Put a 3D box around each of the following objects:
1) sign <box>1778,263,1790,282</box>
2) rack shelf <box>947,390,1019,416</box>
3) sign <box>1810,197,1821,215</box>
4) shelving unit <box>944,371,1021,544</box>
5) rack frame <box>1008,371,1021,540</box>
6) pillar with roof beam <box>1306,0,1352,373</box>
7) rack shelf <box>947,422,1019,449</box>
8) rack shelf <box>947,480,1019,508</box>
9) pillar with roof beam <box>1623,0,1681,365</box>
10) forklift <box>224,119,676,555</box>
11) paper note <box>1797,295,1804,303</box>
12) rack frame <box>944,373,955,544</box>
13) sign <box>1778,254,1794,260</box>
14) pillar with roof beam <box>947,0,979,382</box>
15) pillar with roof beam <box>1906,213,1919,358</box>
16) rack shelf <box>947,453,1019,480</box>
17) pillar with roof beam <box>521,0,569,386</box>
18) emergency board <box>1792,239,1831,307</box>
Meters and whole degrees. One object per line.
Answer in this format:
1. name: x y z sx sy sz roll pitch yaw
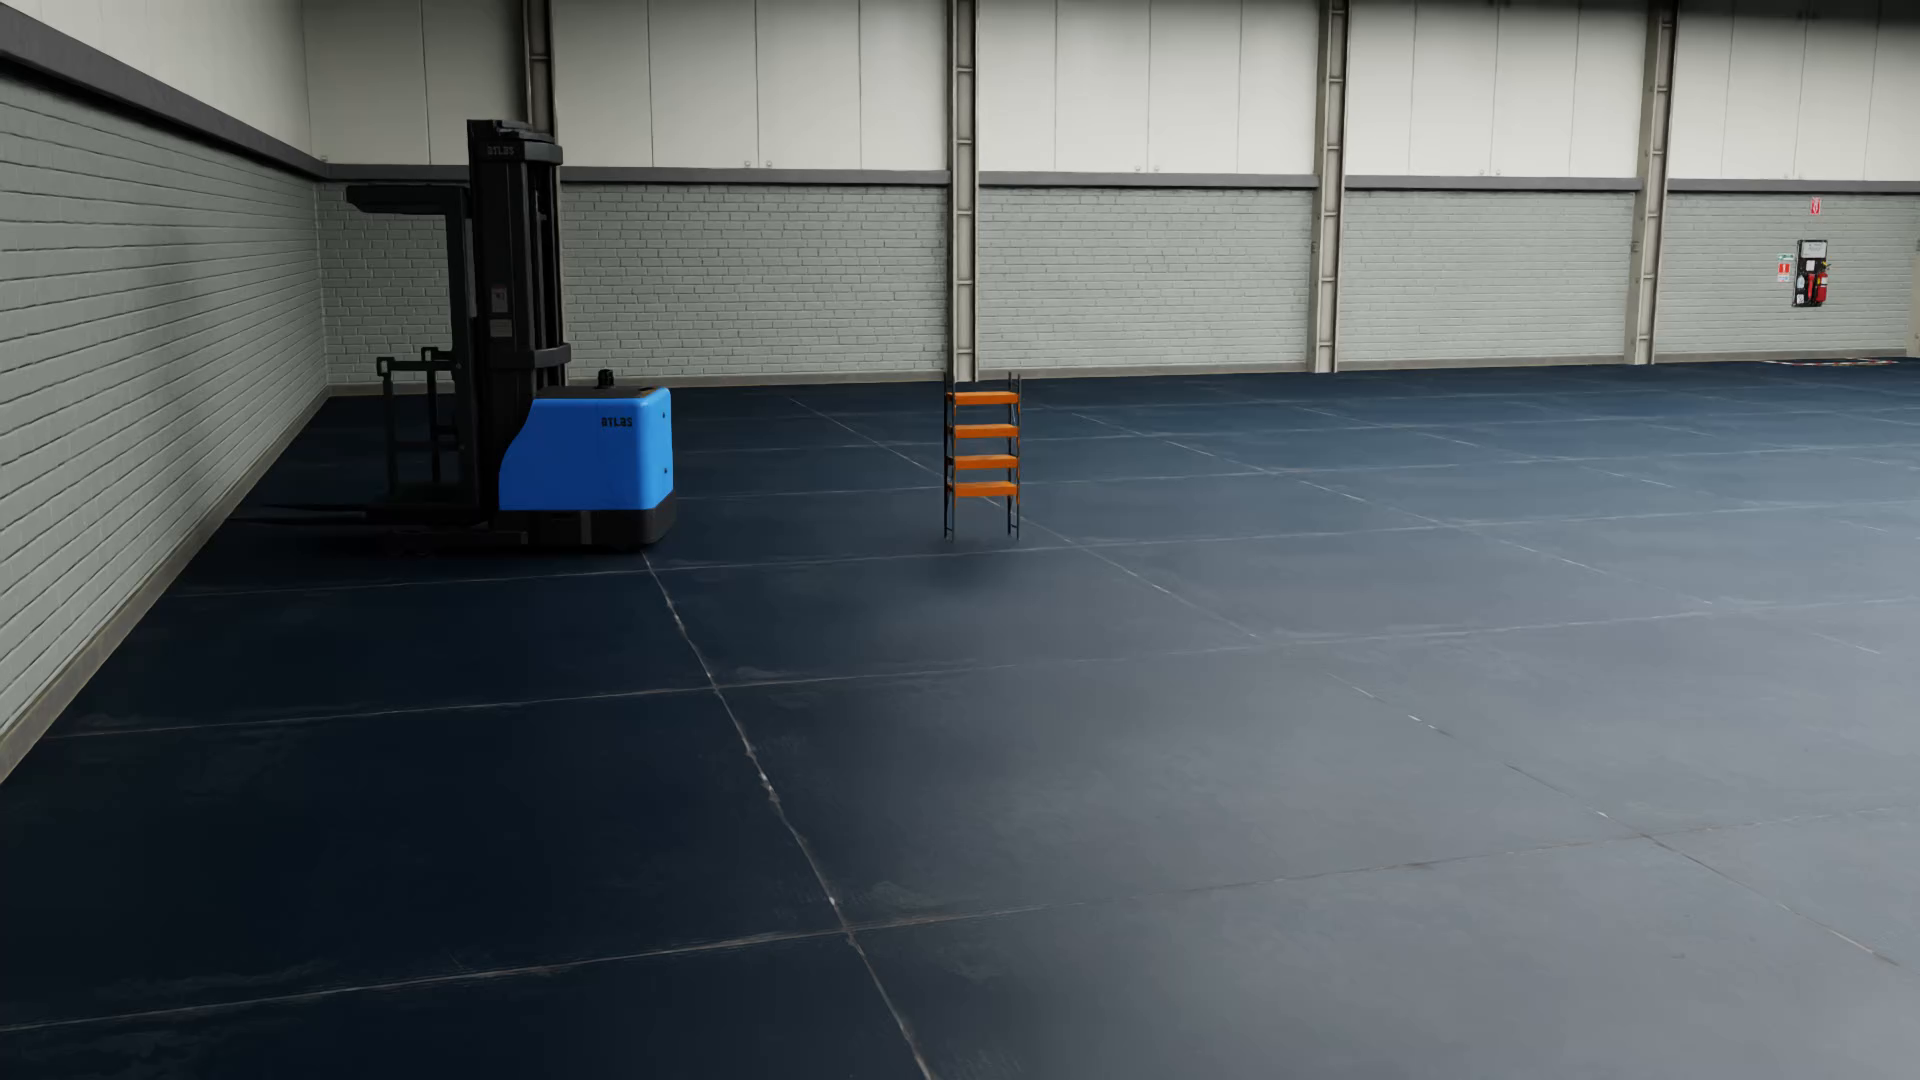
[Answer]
1. sign: 14.385 -4.670 29.033 0.234 0.329 0.001 -3 11 -16
2. rack shelf: 0.159 -0.985 11.912 0.480 0.148 0.258 -3 11 -16
3. sign: 14.909 -5.820 28.973 0.199 0.298 0.001 -3 11 -16
4. shelving unit: 0.159 -0.598 11.983 0.503 1.200 0.258 -3 11 -16
5. rack frame: 0.393 -0.611 12.050 0.015 1.200 0.240 -3 11 -16
6. pillar with roof beam: 7.009 -6.376 21.827 0.400 9.000 9.100 -3 11 -16
7. rack shelf: 0.159 -0.752 11.955 0.480 0.148 0.258 -3 11 -16
8. rack shelf: 0.159 -0.337 12.031 0.480 0.148 0.258 -3 11 -16
9. pillar with roof beam: 12.770 -6.680 23.476 0.400 9.000 9.100 -3 11 -16
10. forklift: -3.630 -1.433 11.734 3.031 2.935 1.130 0 10 -1
11. paper note: 14.755 -4.233 29.187 0.142 0.148 0.016 -3 11 -16
12. rack frame: -0.075 -0.586 11.916 0.015 1.200 0.240 -3 11 -16
13. sign: 14.392 -4.930 28.978 0.331 0.109 0.001 -3 11 -16
14. pillar with roof beam: 1.249 -6.073 20.178 0.400 9.000 9.100 -3 11 -16
15. pillar with roof beam: 18.531 -6.983 25.126 0.400 9.000 9.100 -3 11 -16
16. rack shelf: 0.159 -0.532 11.996 0.480 0.148 0.258 -3 11 -16
17. pillar with roof beam: -4.512 -5.769 18.528 0.400 9.000 9.100 -3 11 -16
18. emergency board: 14.945 -4.663 29.091 0.643 1.169 0.194 -3 11 -16
